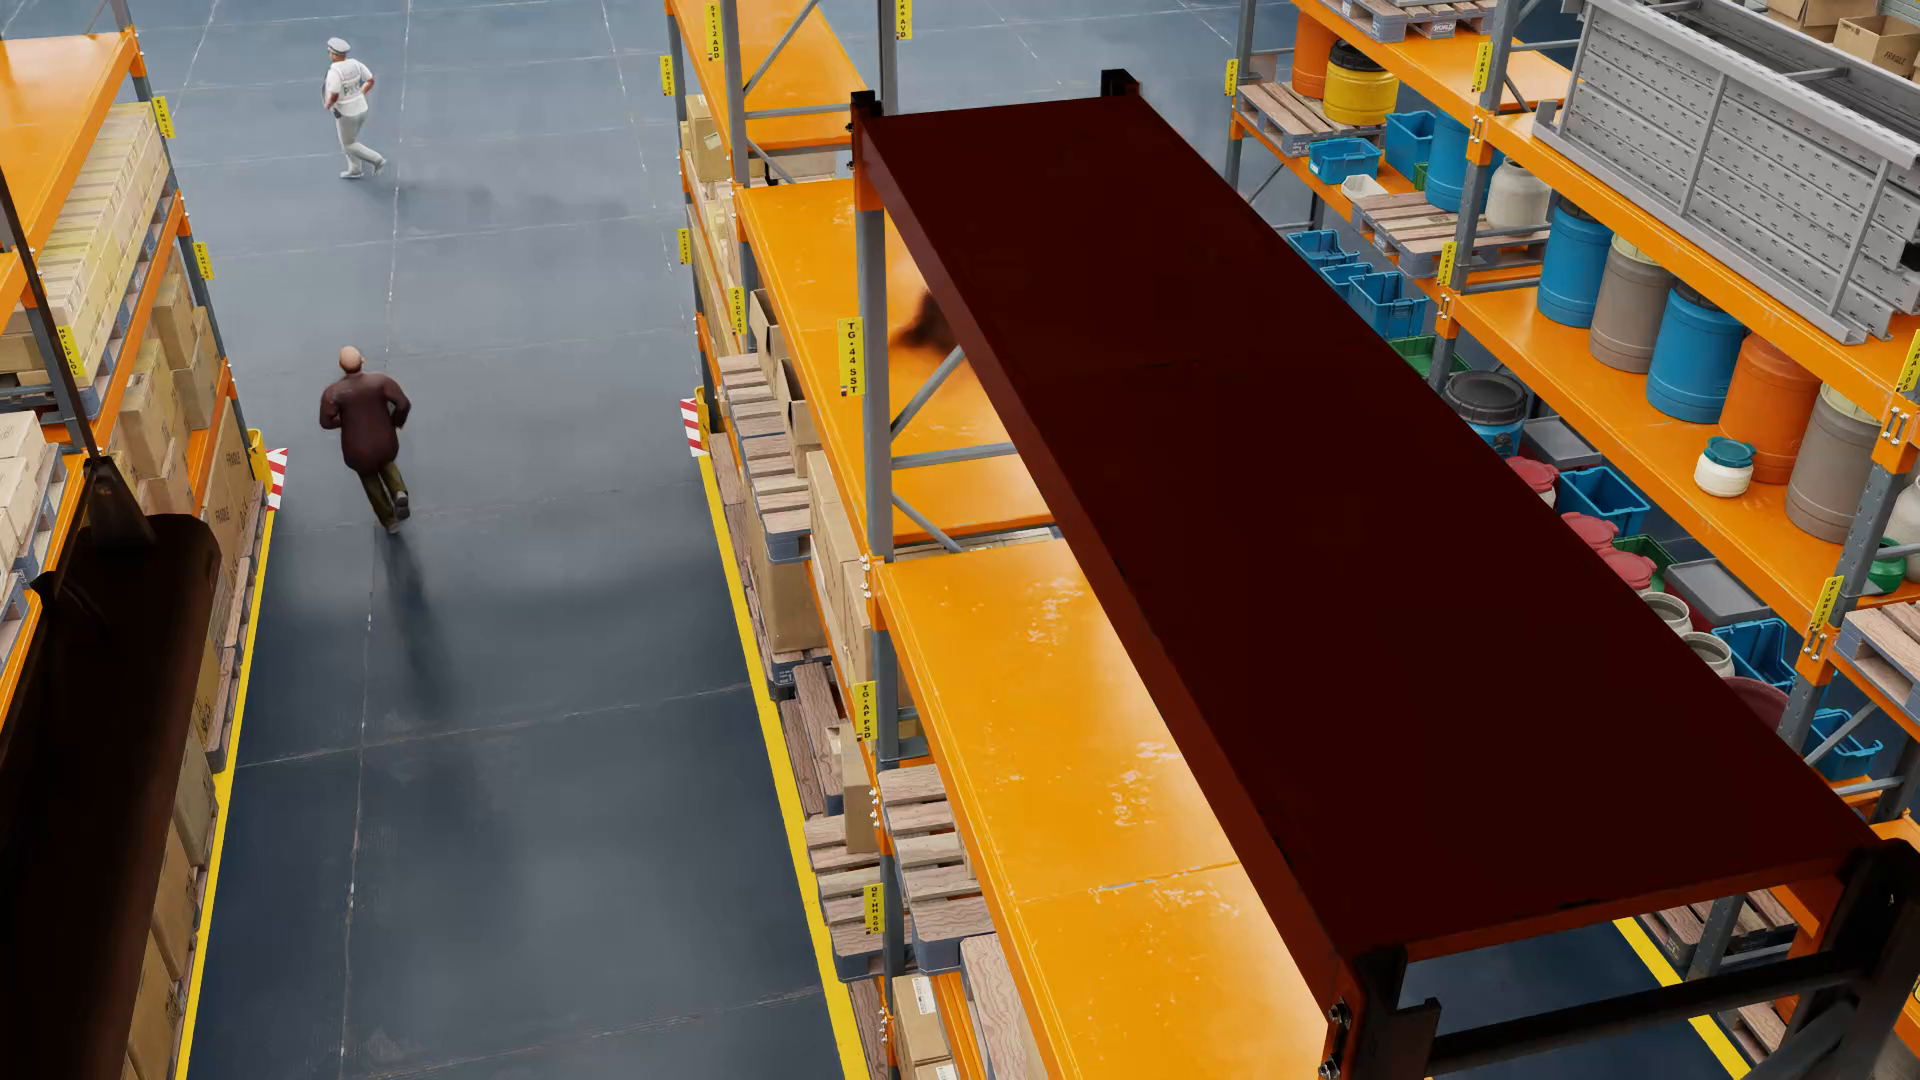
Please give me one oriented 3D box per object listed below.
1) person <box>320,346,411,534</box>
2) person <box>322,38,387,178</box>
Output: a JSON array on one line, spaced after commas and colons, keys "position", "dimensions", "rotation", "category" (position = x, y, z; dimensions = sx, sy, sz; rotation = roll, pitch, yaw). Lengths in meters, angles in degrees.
[{"position": [-4.899, -0.847, 13.803], "dimensions": [0.708, 1.730, 0.635], "rotation": [-17, 38, -24], "category": "person"}, {"position": [-7.350, -5.183, 20.110], "dimensions": [0.785, 1.766, 0.676], "rotation": [11, 36, 15], "category": "person"}]
